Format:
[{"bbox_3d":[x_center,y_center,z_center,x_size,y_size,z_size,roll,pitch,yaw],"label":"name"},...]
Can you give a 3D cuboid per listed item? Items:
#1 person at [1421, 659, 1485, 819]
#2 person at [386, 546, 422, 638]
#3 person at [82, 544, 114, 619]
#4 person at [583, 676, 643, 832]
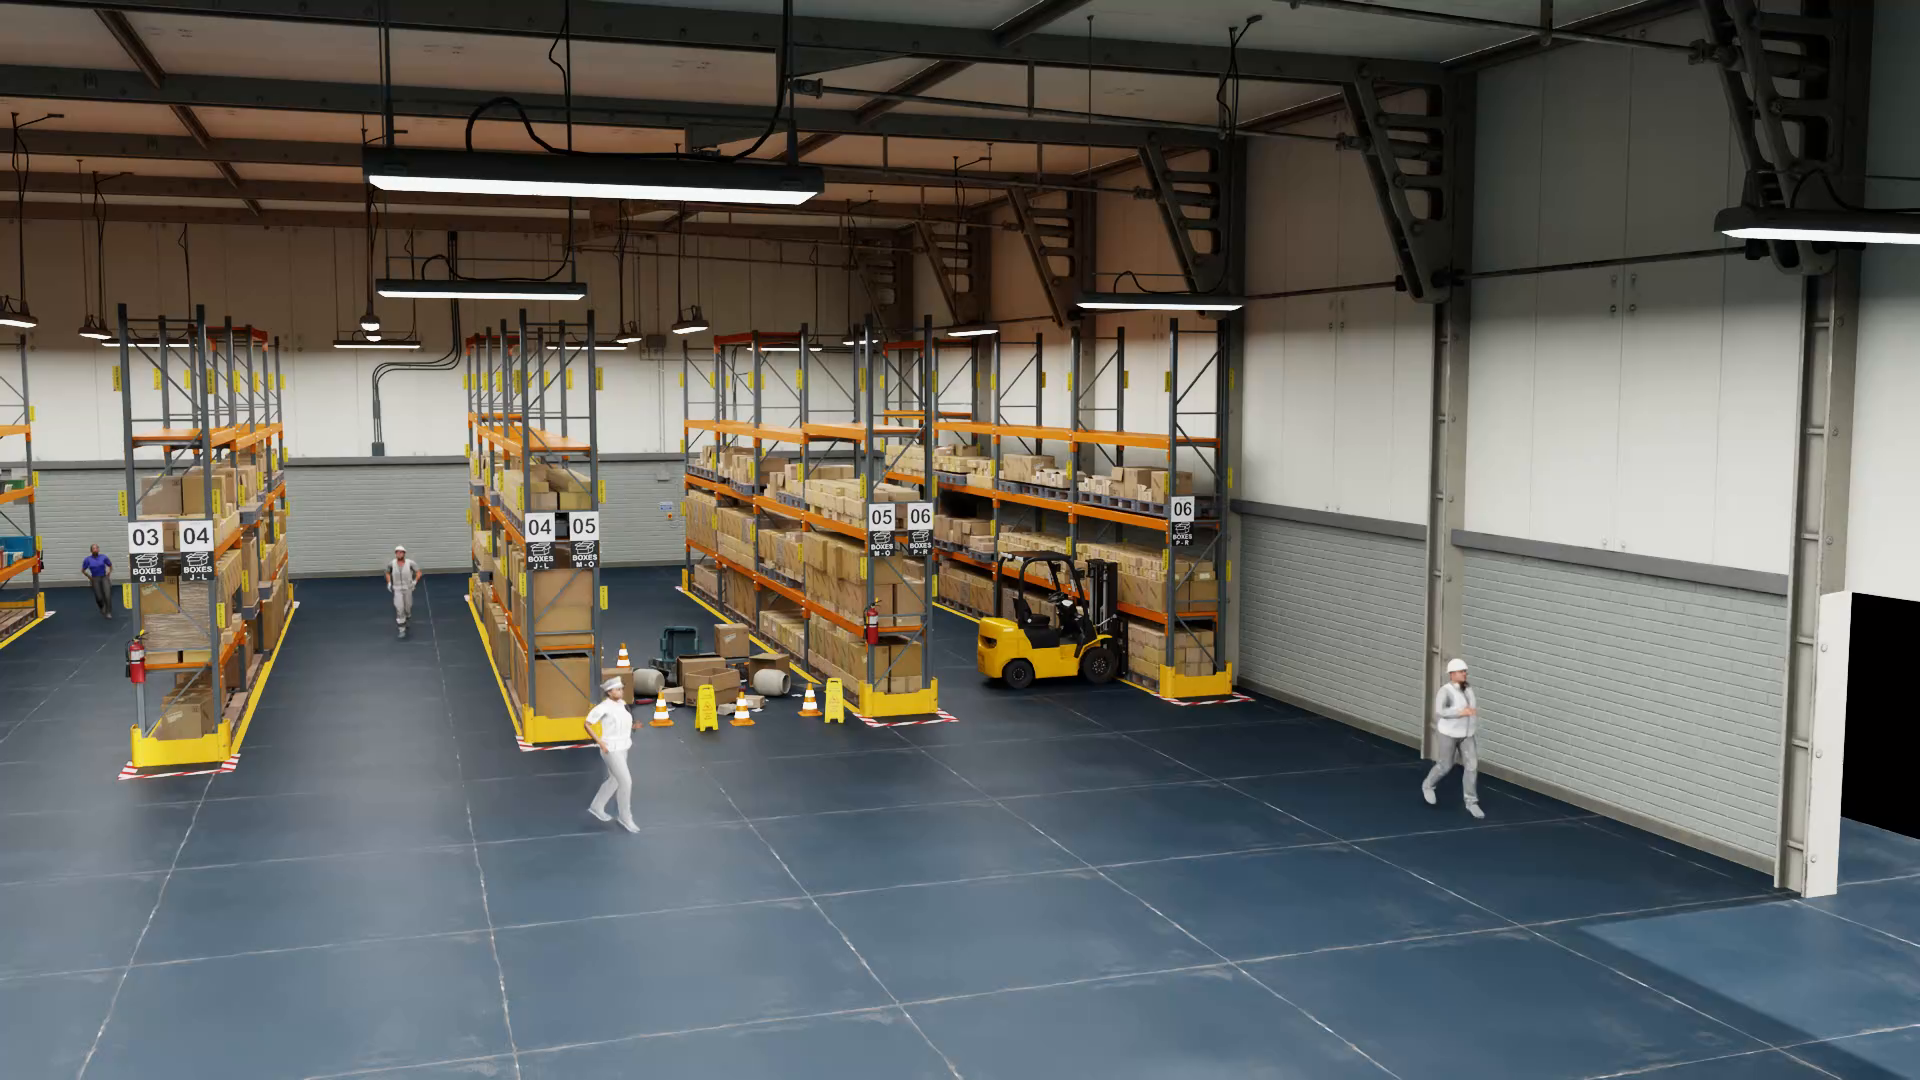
[{"bbox_3d":[5.750,2.267,19.334,0.674,1.801,0.893,-3,6,-25],"label":"person"},{"bbox_3d":[-11.007,1.006,32.882,0.652,1.803,0.798,-1,6,-12],"label":"person"},{"bbox_3d":[-18.242,0.875,35.219,0.601,1.592,0.608,-4,7,-34],"label":"person"},{"bbox_3d":[-3.877,2.395,18.675,0.701,1.747,0.560,2,6,18],"label":"person"}]
